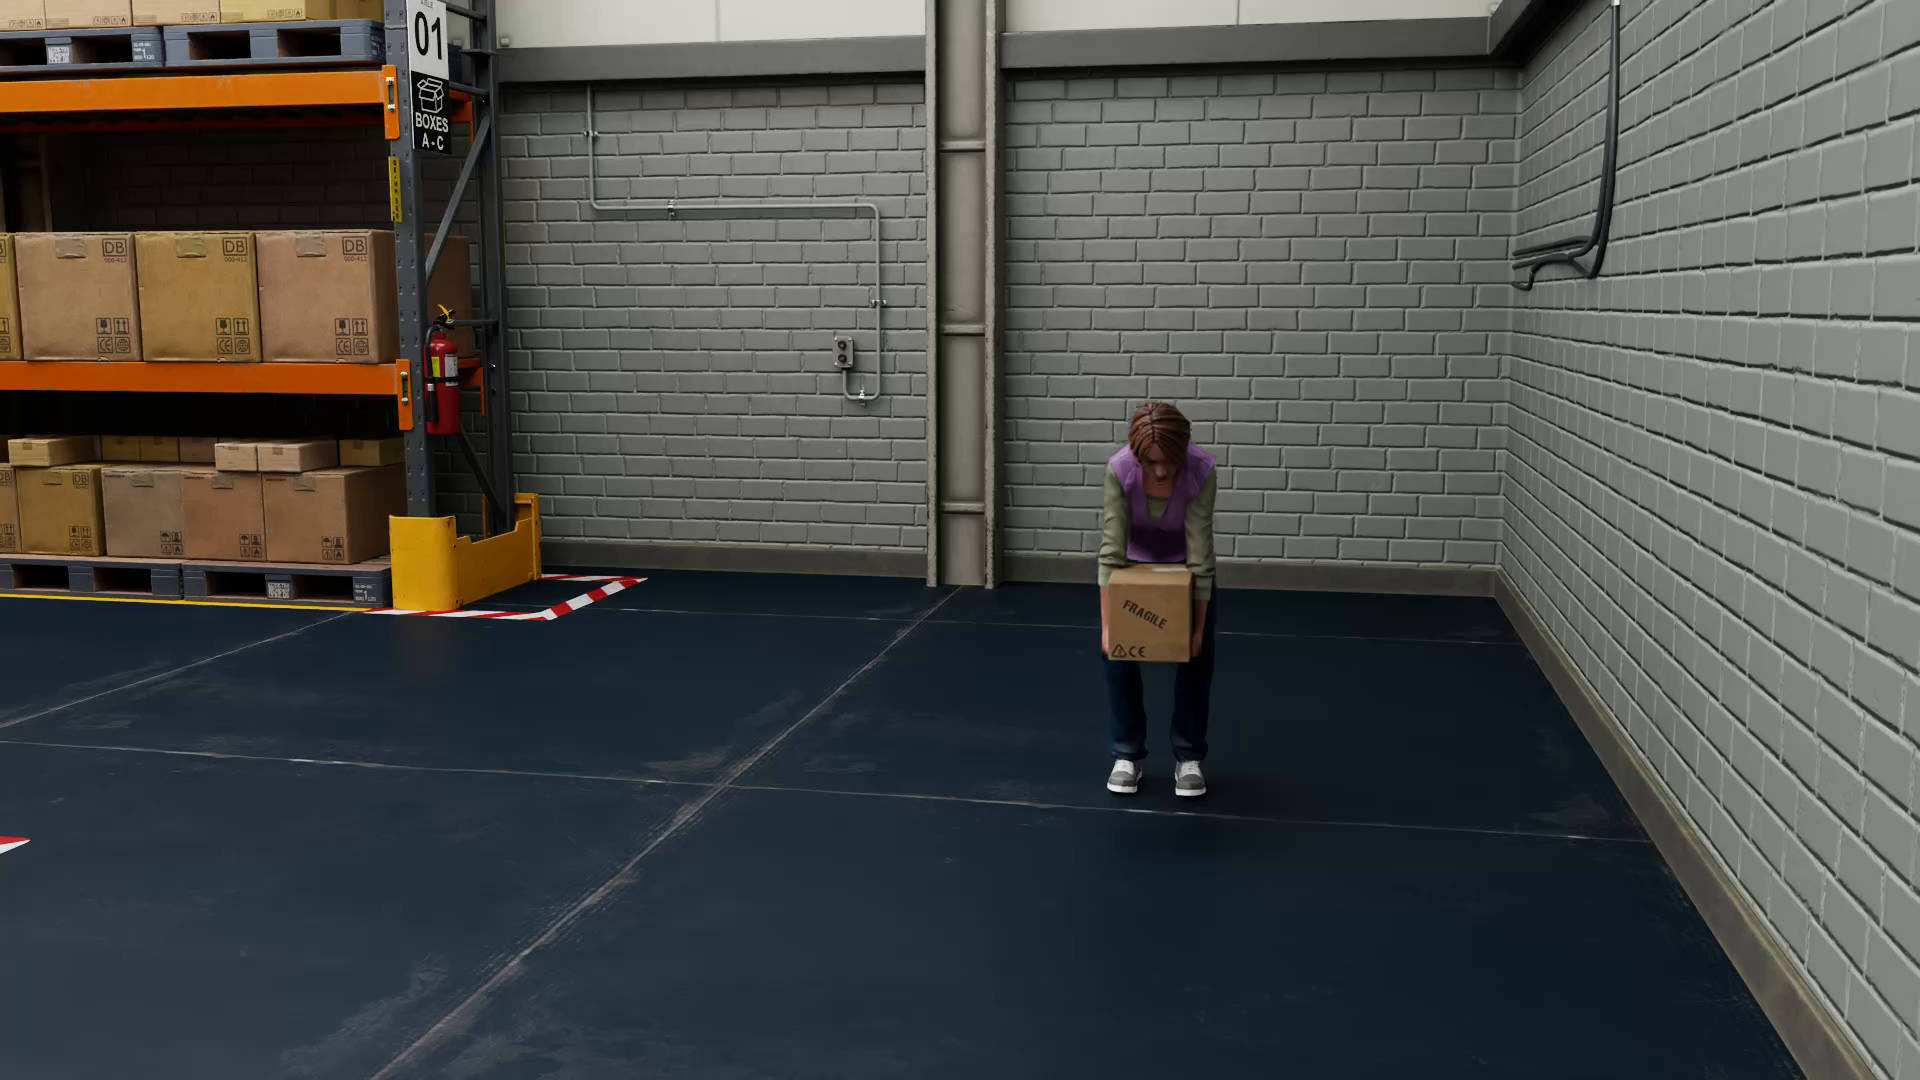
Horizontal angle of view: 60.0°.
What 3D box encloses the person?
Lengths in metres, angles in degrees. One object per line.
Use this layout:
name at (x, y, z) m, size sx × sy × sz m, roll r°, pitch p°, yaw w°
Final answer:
person at (0.637, 0.206, 5.379) m, size 0.382 × 1.332 × 0.757 m, roll 1°, pitch 8°, yaw 10°
